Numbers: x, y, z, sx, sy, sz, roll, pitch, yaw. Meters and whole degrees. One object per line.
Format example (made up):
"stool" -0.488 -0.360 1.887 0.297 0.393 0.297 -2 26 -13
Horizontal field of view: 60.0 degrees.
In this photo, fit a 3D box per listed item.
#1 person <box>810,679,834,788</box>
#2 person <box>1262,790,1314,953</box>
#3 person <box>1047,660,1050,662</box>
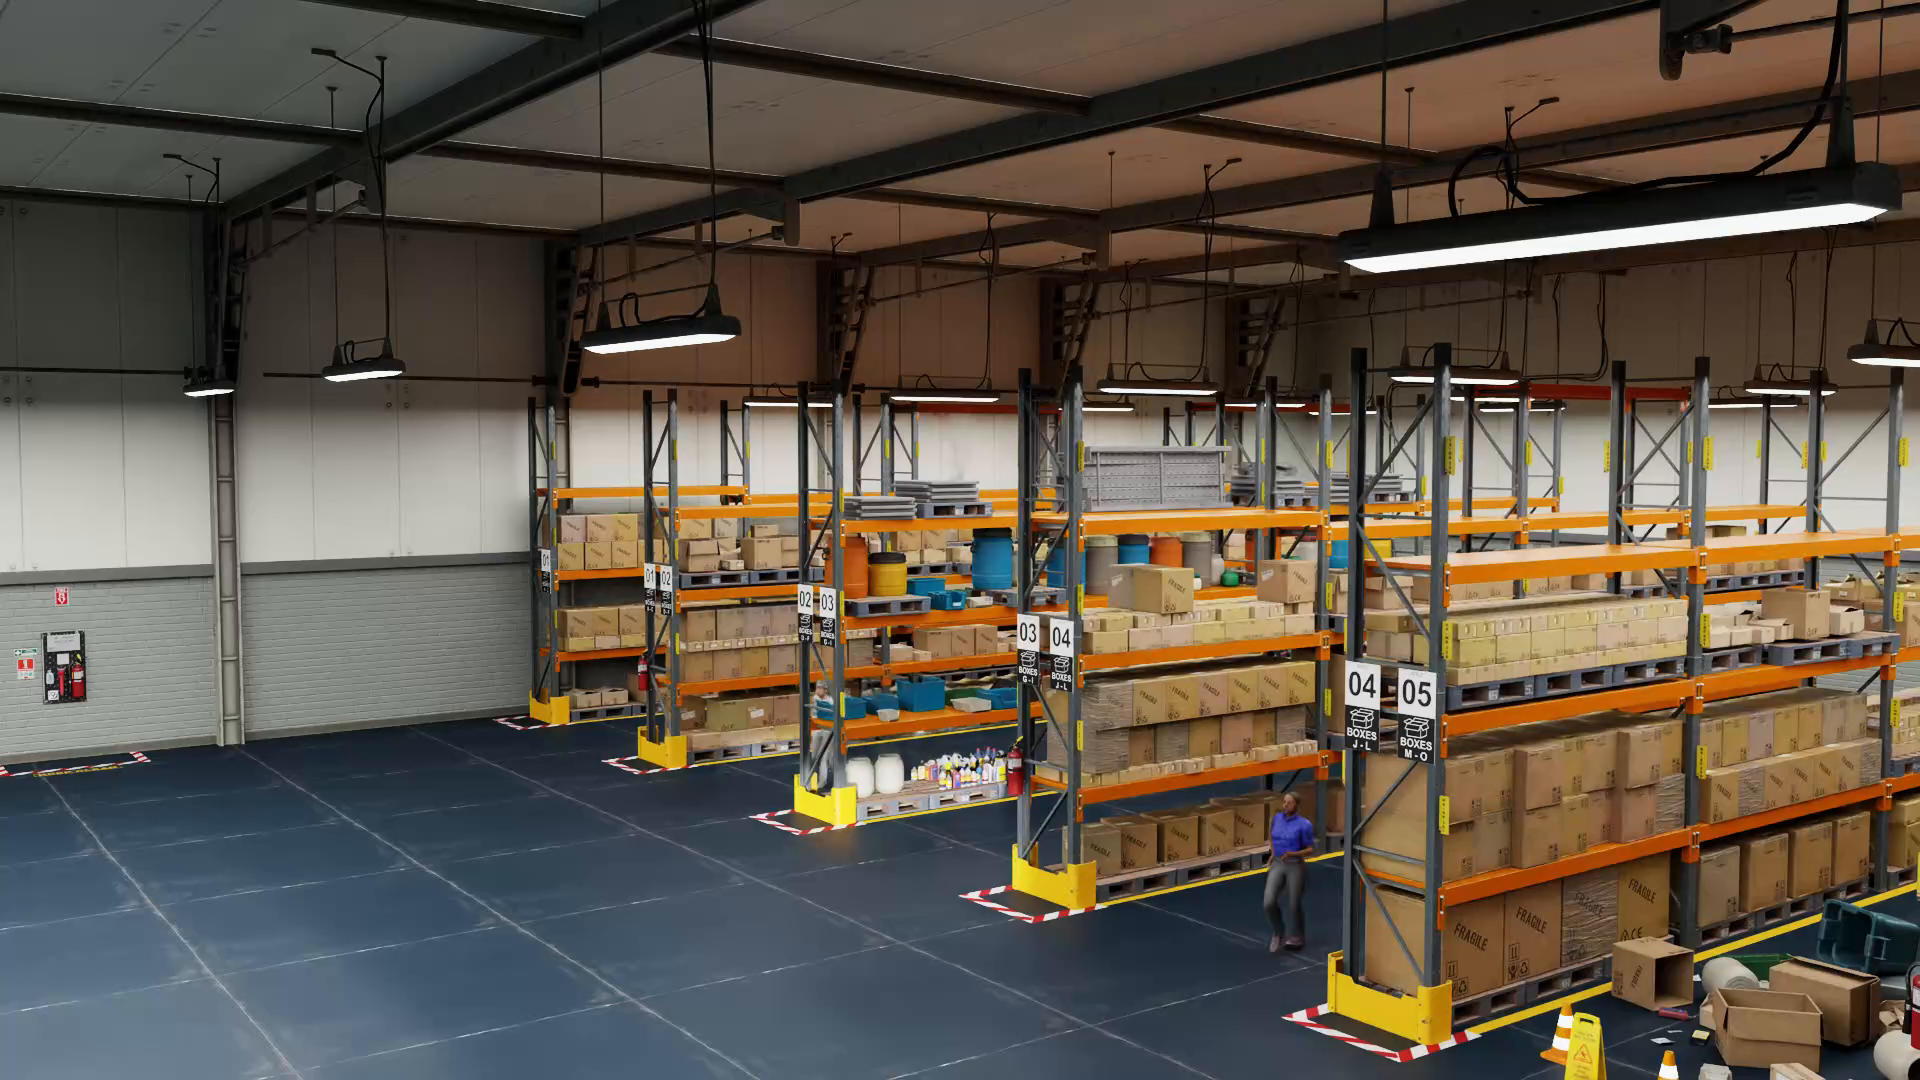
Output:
"person" -2.052 2.889 24.943 0.653 1.650 0.641 2 4 36
"person" 3.302 3.359 16.784 0.550 1.674 0.691 2 4 34
"person" 1.938 2.343 34.004 0.878 1.657 0.589 -3 5 -42
